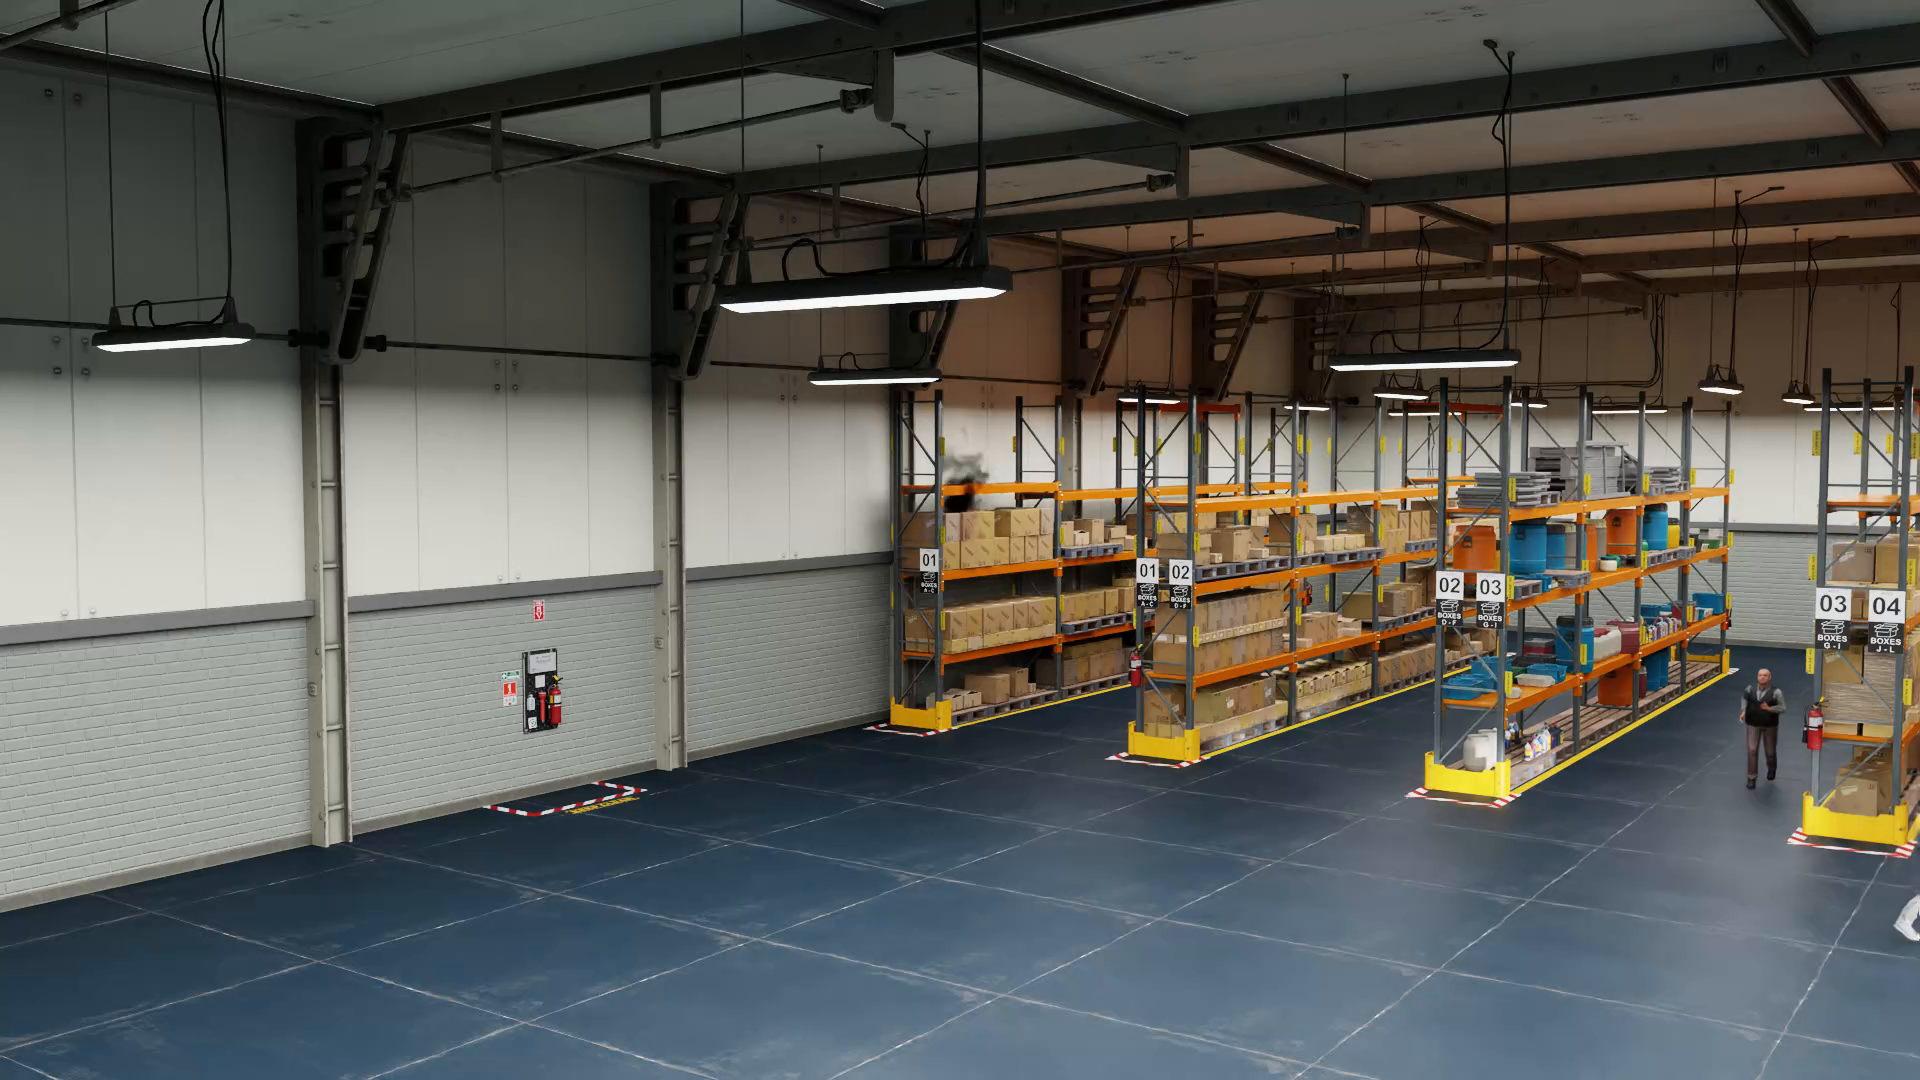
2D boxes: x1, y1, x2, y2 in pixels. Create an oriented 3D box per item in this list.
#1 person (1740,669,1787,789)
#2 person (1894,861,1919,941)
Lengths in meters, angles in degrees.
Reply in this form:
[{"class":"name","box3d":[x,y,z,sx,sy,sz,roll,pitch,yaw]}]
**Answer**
[{"class":"person","box3d":[11.762,2.744,24.387,0.655,1.712,0.964,2,4,35]},{"class":"person","box3d":[9.675,3.237,16.472,0.598,1.741,0.777,-2,4,-26]}]
